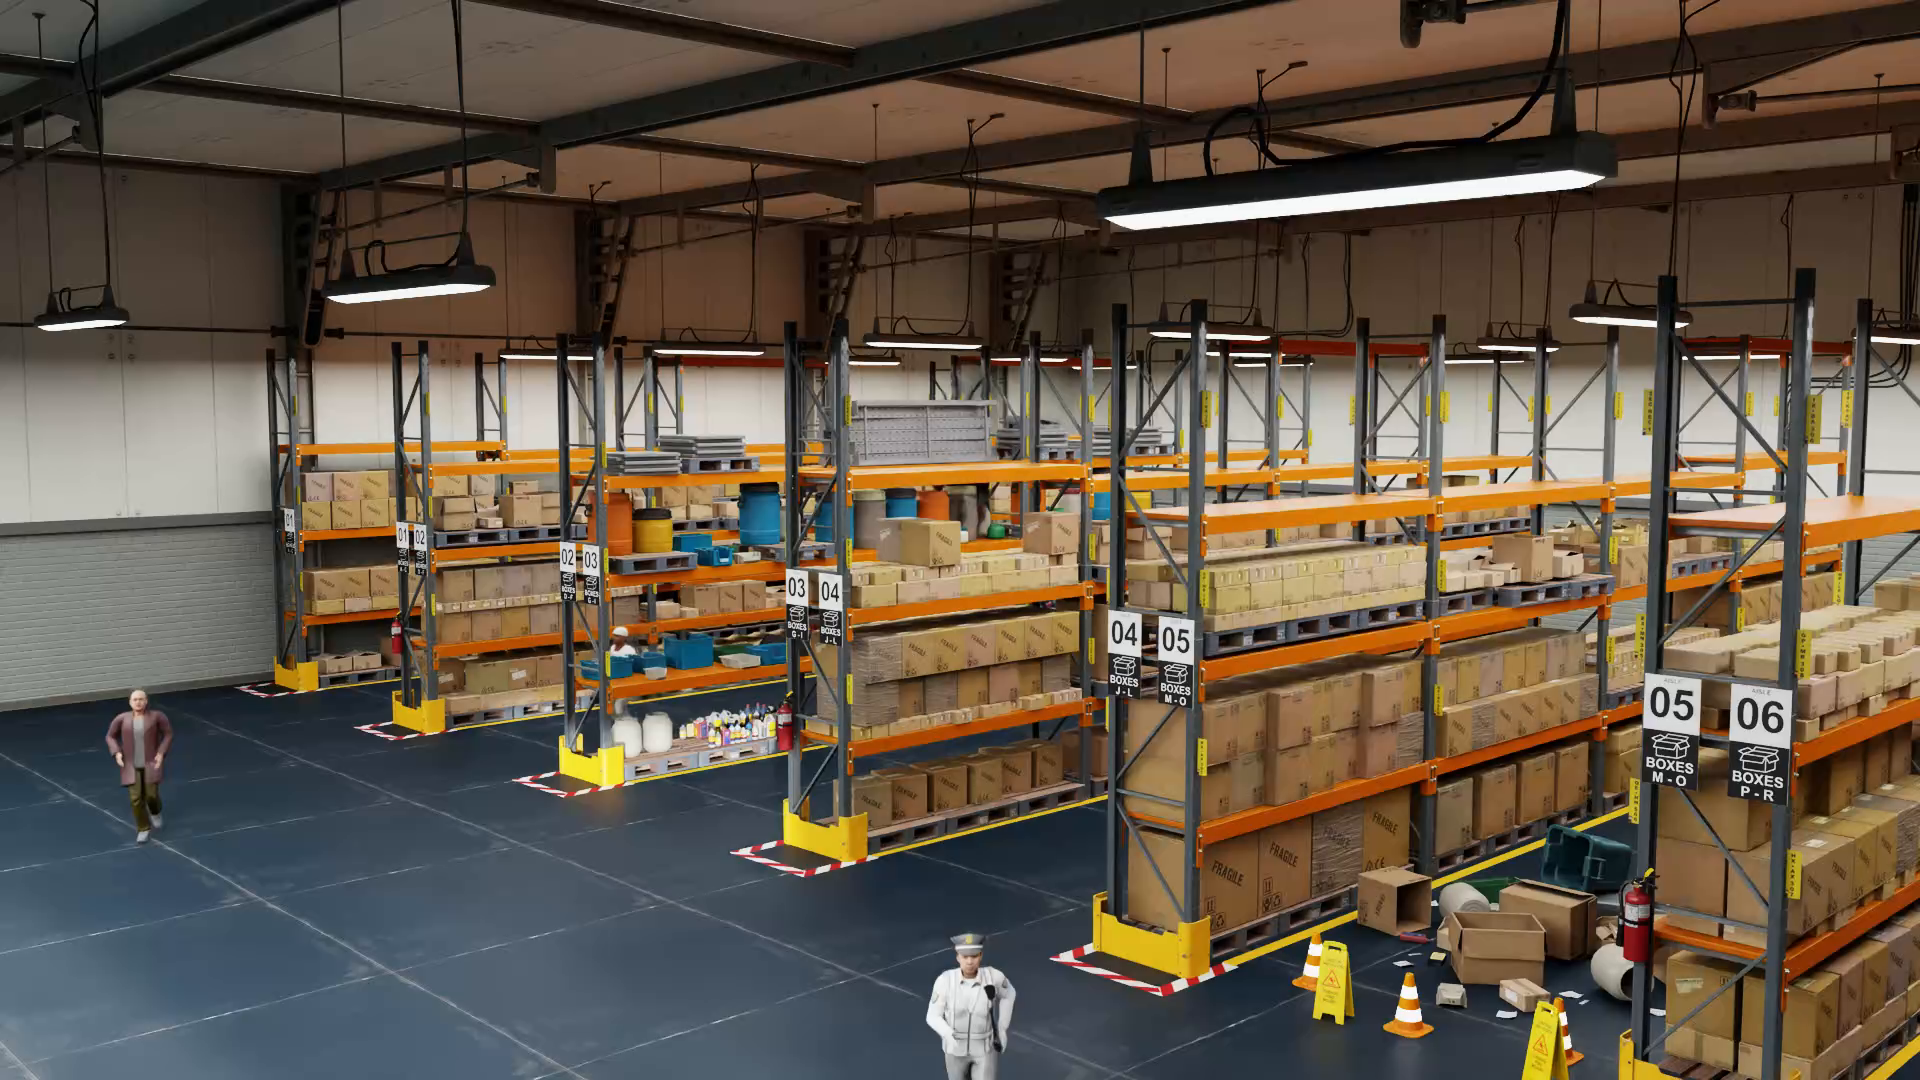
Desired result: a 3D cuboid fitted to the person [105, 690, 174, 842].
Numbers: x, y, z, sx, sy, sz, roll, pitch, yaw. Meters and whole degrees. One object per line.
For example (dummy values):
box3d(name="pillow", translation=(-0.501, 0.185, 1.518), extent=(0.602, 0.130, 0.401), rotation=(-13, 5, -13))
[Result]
box3d(name="person", translation=(-9.591, 2.615, 19.455), extent=(0.721, 1.746, 0.639), rotation=(-2, 5, -20))

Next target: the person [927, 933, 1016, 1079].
box3d(name="person", translation=(0.068, 3.389, 10.912), extent=(0.561, 1.727, 0.771), rotation=(1, 5, 7))

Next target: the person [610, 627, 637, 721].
box3d(name="person", translation=(-5.119, 2.151, 24.800), extent=(0.692, 1.724, 0.607), rotation=(4, 6, 37))
